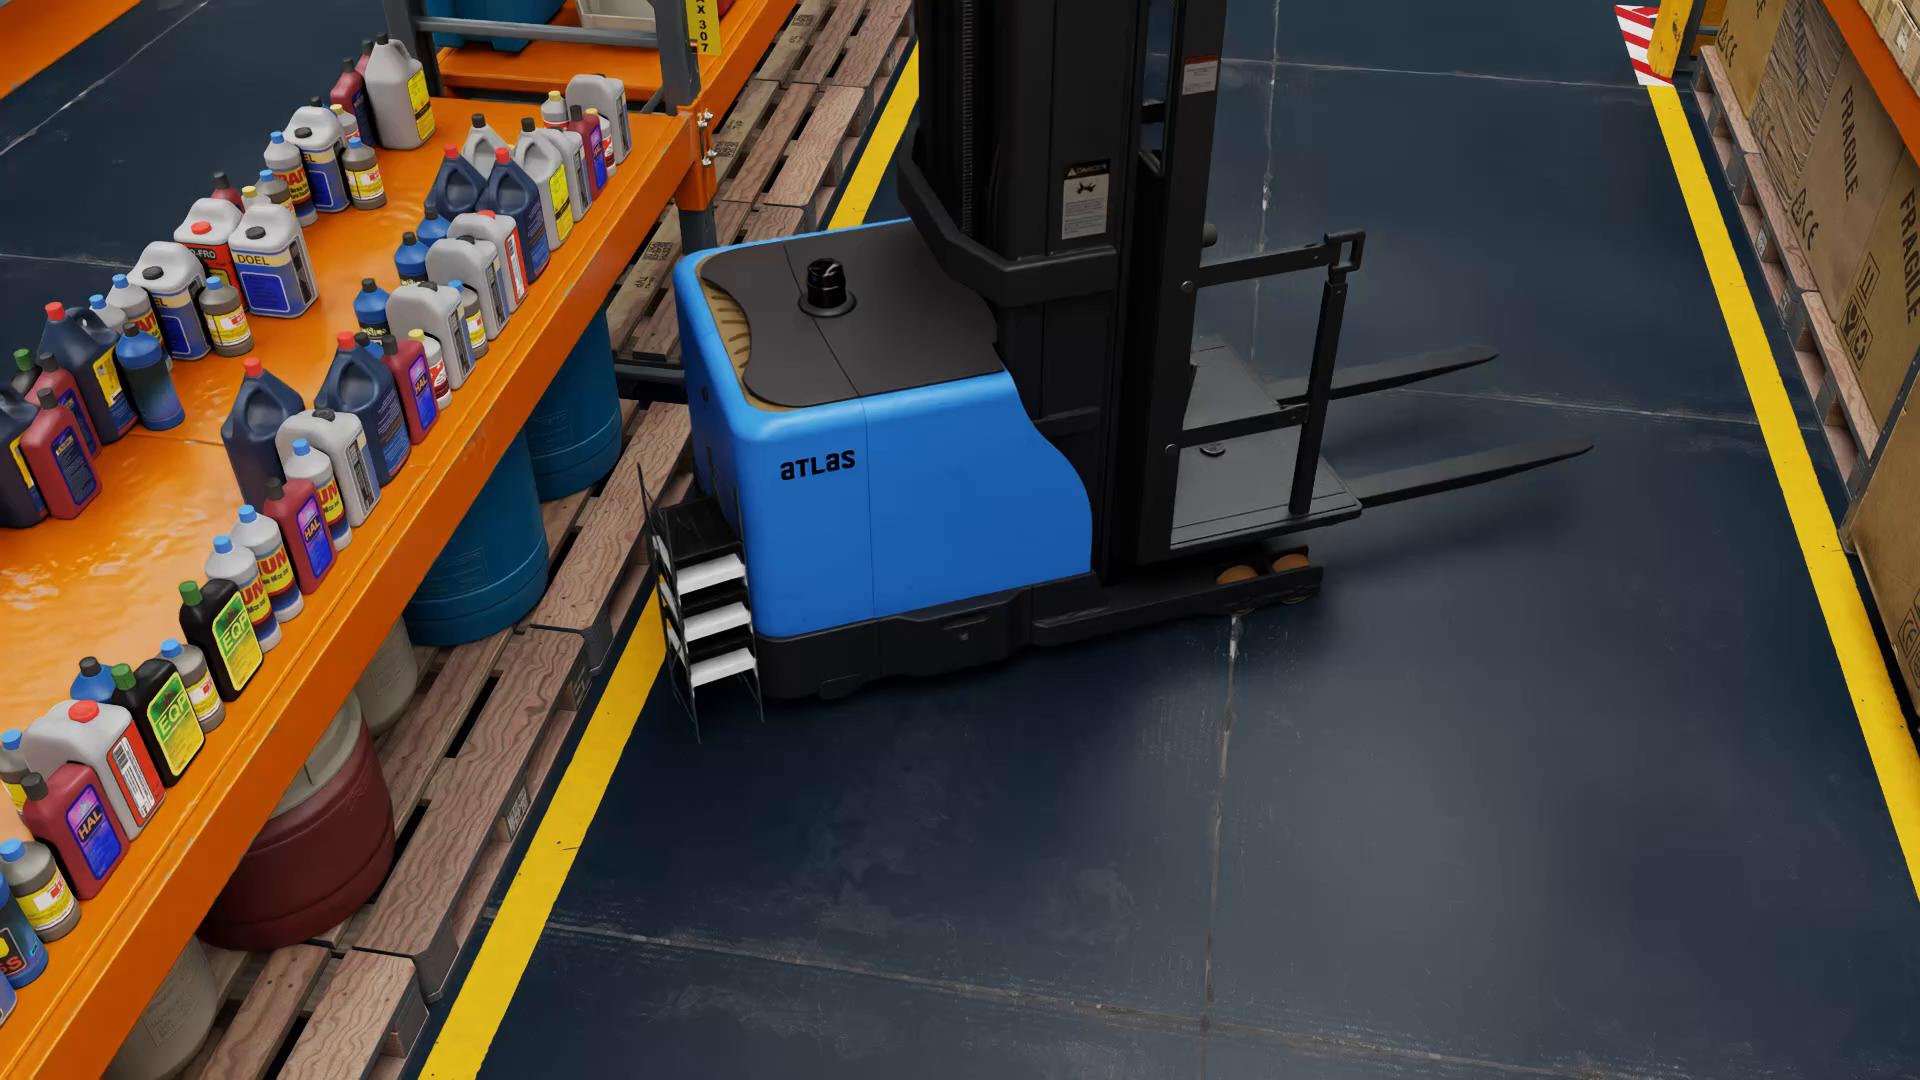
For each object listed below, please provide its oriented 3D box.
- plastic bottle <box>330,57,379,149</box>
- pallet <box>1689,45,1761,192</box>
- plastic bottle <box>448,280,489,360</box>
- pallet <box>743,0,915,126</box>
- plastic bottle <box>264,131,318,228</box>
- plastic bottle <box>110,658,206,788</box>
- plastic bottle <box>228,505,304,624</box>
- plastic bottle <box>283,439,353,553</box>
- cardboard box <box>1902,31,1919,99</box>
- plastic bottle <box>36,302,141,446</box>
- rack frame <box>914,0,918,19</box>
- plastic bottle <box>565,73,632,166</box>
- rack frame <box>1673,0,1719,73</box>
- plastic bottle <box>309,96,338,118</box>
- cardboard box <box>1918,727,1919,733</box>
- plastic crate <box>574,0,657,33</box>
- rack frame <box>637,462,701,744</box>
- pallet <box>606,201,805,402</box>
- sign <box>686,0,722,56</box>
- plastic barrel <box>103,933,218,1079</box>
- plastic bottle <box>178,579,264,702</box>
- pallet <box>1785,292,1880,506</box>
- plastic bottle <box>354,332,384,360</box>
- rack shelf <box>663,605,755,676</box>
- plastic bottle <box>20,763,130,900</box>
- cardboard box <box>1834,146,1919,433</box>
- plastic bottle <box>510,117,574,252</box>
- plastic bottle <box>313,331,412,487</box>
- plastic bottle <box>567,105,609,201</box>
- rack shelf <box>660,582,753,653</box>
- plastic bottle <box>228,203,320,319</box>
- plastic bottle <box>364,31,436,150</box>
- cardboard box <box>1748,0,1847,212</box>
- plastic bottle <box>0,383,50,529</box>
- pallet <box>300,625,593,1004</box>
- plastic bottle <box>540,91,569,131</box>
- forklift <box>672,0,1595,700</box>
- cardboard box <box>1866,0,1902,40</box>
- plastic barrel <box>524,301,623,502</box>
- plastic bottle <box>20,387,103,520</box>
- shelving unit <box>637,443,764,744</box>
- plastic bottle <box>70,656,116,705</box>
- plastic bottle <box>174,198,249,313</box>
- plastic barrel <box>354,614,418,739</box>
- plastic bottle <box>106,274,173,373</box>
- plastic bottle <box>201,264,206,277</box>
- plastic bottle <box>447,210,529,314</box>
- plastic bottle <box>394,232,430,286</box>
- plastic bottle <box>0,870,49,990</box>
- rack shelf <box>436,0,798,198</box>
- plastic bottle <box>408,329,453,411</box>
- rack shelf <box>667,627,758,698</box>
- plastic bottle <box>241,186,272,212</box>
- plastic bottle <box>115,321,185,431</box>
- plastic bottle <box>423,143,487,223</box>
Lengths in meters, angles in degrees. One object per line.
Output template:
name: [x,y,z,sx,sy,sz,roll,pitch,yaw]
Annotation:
plastic bottle: [-1.858,-1.320,5.084,0.061,0.283,0.133,6,40,8]
pallet: [4.158,-2.011,8.016,1.003,0.211,1.213,6,40,8]
plastic bottle: [-1.268,-0.566,4.236,0.097,0.201,0.097,0,40,0]
pallet: [-0.840,-2.554,8.673,1.003,0.211,1.213,6,40,8]
plastic bottle: [-1.917,-1.034,4.748,0.097,0.271,0.097,0,40,0]
plastic bottle: [-1.502,0.318,3.102,0.061,0.283,0.133,6,40,8]
plastic bottle: [-1.443,0.043,3.445,0.097,0.271,0.097,0,40,0]
plastic bottle: [-1.403,-0.102,3.620,0.097,0.271,0.097,0,40,0]
cardboard box: [3.346,-1.539,5.454,0.380,0.149,0.250,6,40,7]
plastic bottle: [-2.072,-0.415,3.937,0.144,0.351,0.185,6,40,8]
rack frame: [-0.659,-4.142,8.406,1.000,3.000,0.127,6,40,8]
plastic bottle: [-1.101,-1.301,5.067,0.152,0.276,0.135,6,40,8]
rack frame: [4.219,-3.596,7.745,1.000,3.000,0.127,6,40,8]
plastic bottle: [-1.877,-1.180,4.924,0.097,0.271,0.097,0,40,0]
cardboard box: [3.282,0.536,4.085,1.225,0.875,0.875,5,40,6]
plastic crate: [-1.130,-1.829,5.768,0.396,0.136,0.243,6,40,8]
rack frame: [-0.838,0.200,4.802,0.006,0.900,0.240,-17,43,-20]
pallet: [-1.262,-1.023,6.821,1.003,0.211,1.213,6,40,8]
sign: [-0.810,-1.676,5.206,0.100,0.325,0.005,6,40,8]
plastic barrel: [-1.966,1.003,3.806,0.421,0.512,0.421,0,40,0]
plastic bottle: [-1.462,0.174,3.278,0.061,0.283,0.133,6,40,8]
pallet: [3.736,-0.479,6.164,1.003,0.211,1.213,6,40,8]
plastic bottle: [-1.391,-0.370,3.945,0.097,0.271,0.097,0,40,0]
rack shelf: [-0.746,0.266,4.915,0.200,0.077,0.258,-17,43,-20]
plastic bottle: [-1.548,0.487,2.899,0.061,0.283,0.133,6,40,8]
cardboard box: [3.720,-0.834,5.742,0.875,0.875,0.875,6,40,8]
plastic bottle: [-1.188,-1.000,4.644,0.144,0.351,0.185,6,40,8]
plastic bottle: [-1.378,-0.308,3.808,0.144,0.351,0.185,6,40,8]
plastic bottle: [-1.096,-1.153,4.883,0.061,0.283,0.133,6,40,8]
rack shelf: [-0.746,0.197,4.857,0.200,0.077,0.258,-17,43,-20]
plastic bottle: [-1.817,-0.737,4.385,0.152,0.276,0.135,6,40,8]
plastic bottle: [-1.738,-1.402,5.130,0.144,0.351,0.185,6,40,8]
cardboard box: [4.030,-1.957,7.101,0.875,0.875,0.875,6,40,8]
plastic bottle: [-2.127,-0.216,3.696,0.144,0.351,0.185,6,40,8]
pallet: [-1.734,0.691,4.749,1.003,0.211,1.213,6,40,8]
plastic bottle: [-1.227,-1.274,5.093,0.097,0.201,0.097,0,40,0]
forklift: [0.674,-1.190,4.889,3.031,2.935,1.130,-12,41,-14]
cardboard box: [3.435,-1.862,5.845,0.380,0.149,0.250,7,40,9]
plastic barrel: [-1.462,-0.645,5.493,0.600,0.901,0.708,6,40,8]
plastic bottle: [-2.022,-0.195,3.723,0.061,0.283,0.133,6,40,8]
shelving unit: [-0.746,0.171,4.836,0.210,0.900,0.258,-17,43,-20]
plastic bottle: [-1.583,0.326,3.103,0.097,0.271,0.097,0,40,0]
plastic bottle: [-1.967,-0.754,4.405,0.152,0.276,0.135,6,40,8]
plastic barrel: [-1.770,0.294,4.663,0.421,0.512,0.421,0,40,0]
plastic bottle: [-2.054,-0.537,4.147,0.097,0.271,0.097,0,40,0]
plastic bottle: [-2.014,-0.656,4.345,0.097,0.201,0.097,0,40,0]
plastic bottle: [-1.251,-0.755,4.406,0.152,0.276,0.135,6,40,8]
plastic bottle: [-1.401,-0.671,4.308,0.097,0.271,0.097,0,40,0]
plastic bottle: [-1.603,0.623,2.744,0.097,0.271,0.097,0,40,0]
rack shelf: [-1.005,-2.609,7.117,1.077,0.370,4.000,6,40,8]
plastic bottle: [-1.308,-0.420,4.060,0.097,0.201,0.097,0,40,0]
rack shelf: [-0.746,0.335,4.972,0.200,0.077,0.258,-17,43,-20]
plastic bottle: [-1.950,-0.885,4.622,0.097,0.201,0.097,0,40,0]
plastic bottle: [-1.945,-0.399,3.980,0.097,0.271,0.097,0,40,0]
plastic bottle: [-1.362,-0.900,4.523,0.144,0.351,0.185,6,40,8]
